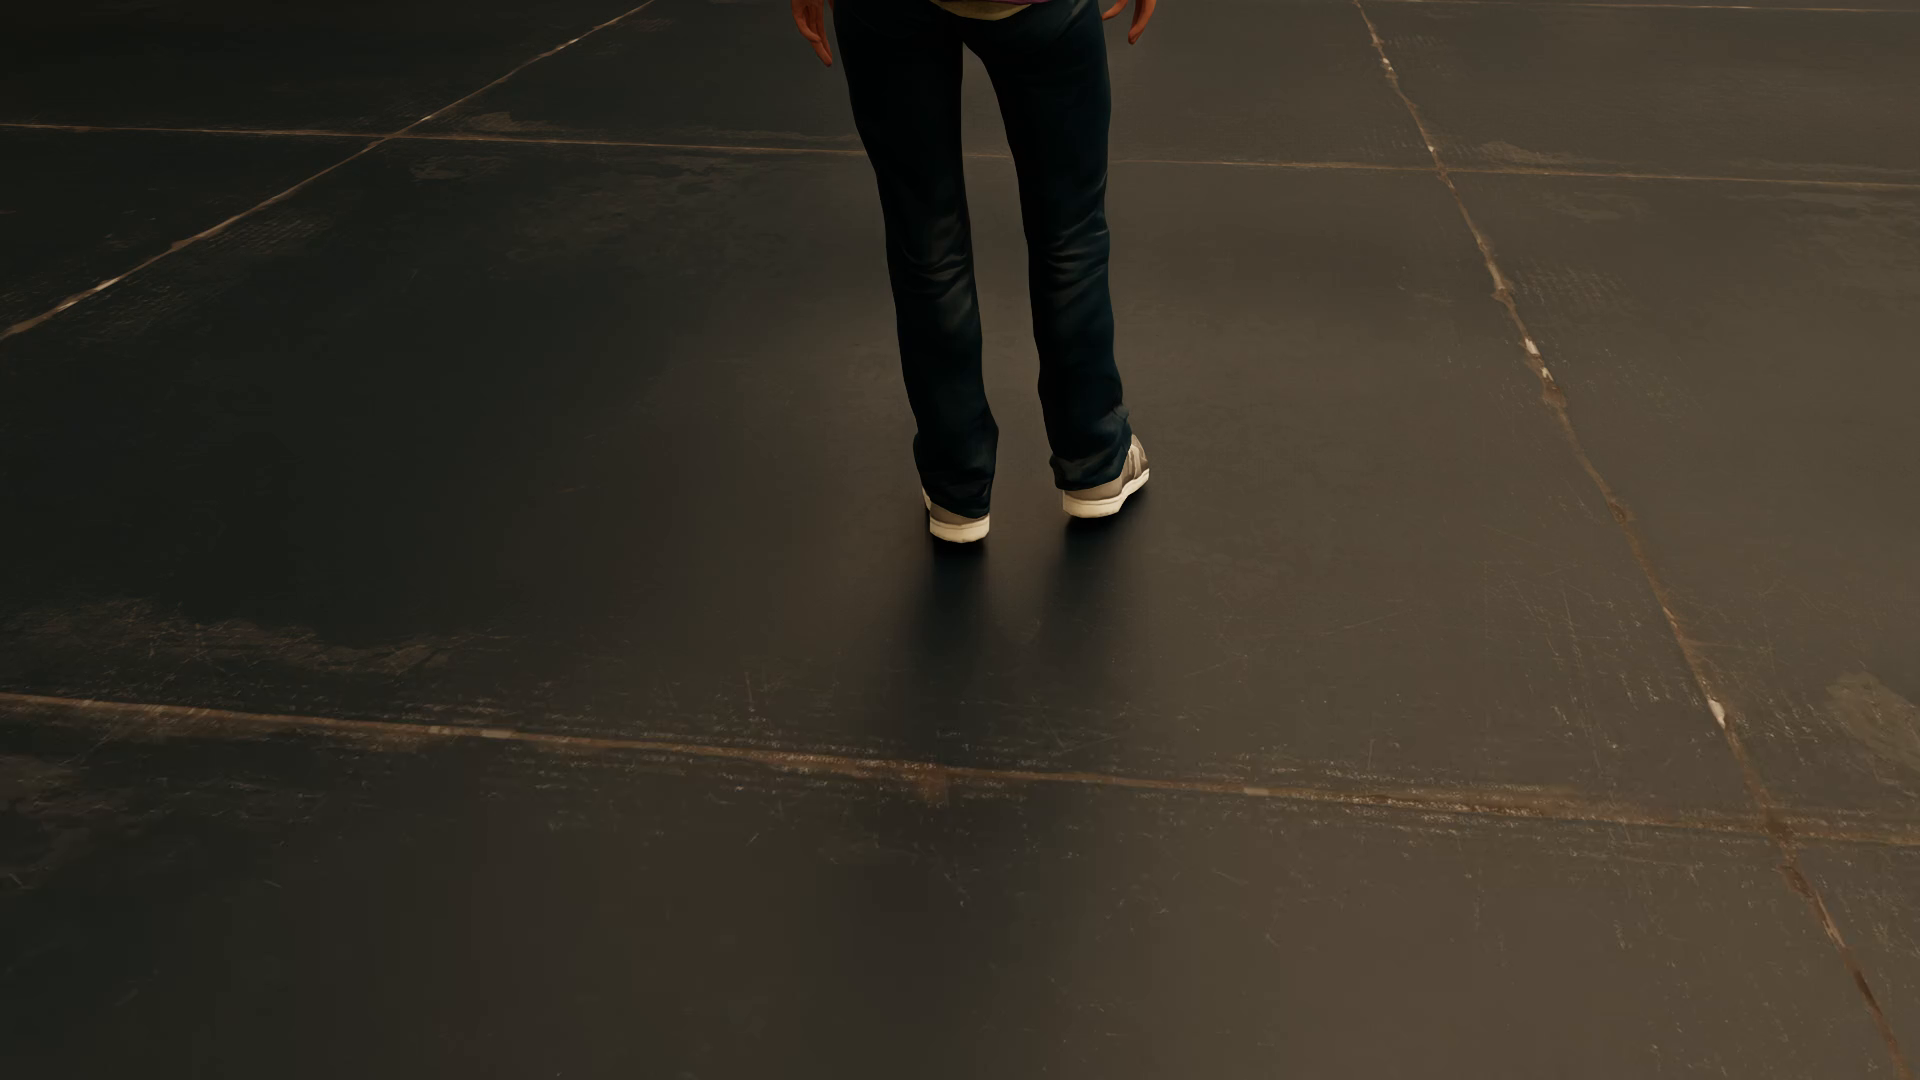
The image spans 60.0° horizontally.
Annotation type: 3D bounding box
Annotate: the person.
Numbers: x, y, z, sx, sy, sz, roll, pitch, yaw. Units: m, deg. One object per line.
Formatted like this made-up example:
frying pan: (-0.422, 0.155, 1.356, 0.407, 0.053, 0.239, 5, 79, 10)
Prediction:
person: (0.024, -0.753, 2.204, 0.520, 1.597, 0.476, 3, 27, 7)
